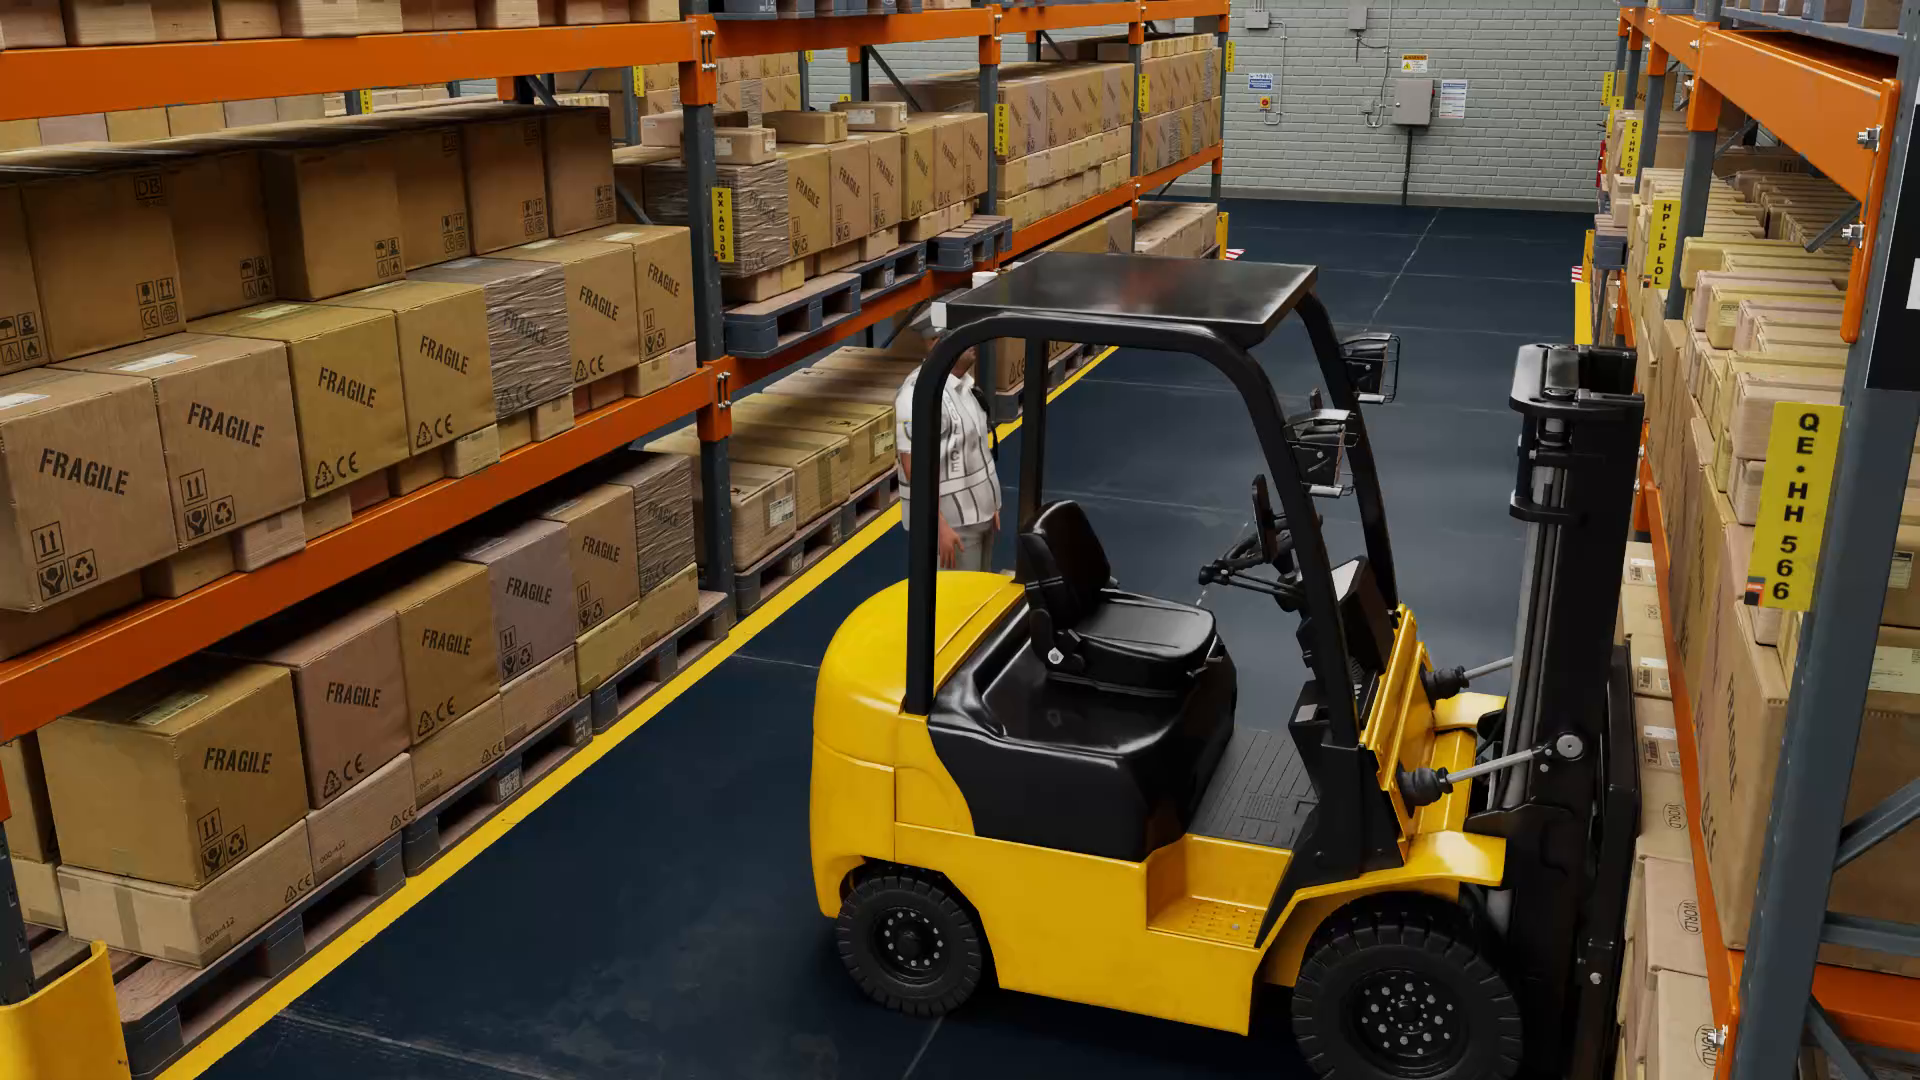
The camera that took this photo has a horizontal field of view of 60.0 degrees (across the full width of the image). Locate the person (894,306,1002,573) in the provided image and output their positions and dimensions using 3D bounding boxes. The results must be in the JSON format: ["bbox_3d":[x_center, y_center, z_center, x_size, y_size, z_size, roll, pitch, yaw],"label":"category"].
[{"bbox_3d":[0.047,-0.084,6.722,0.575,1.782,0.635,6,20,18],"label":"person"}]
